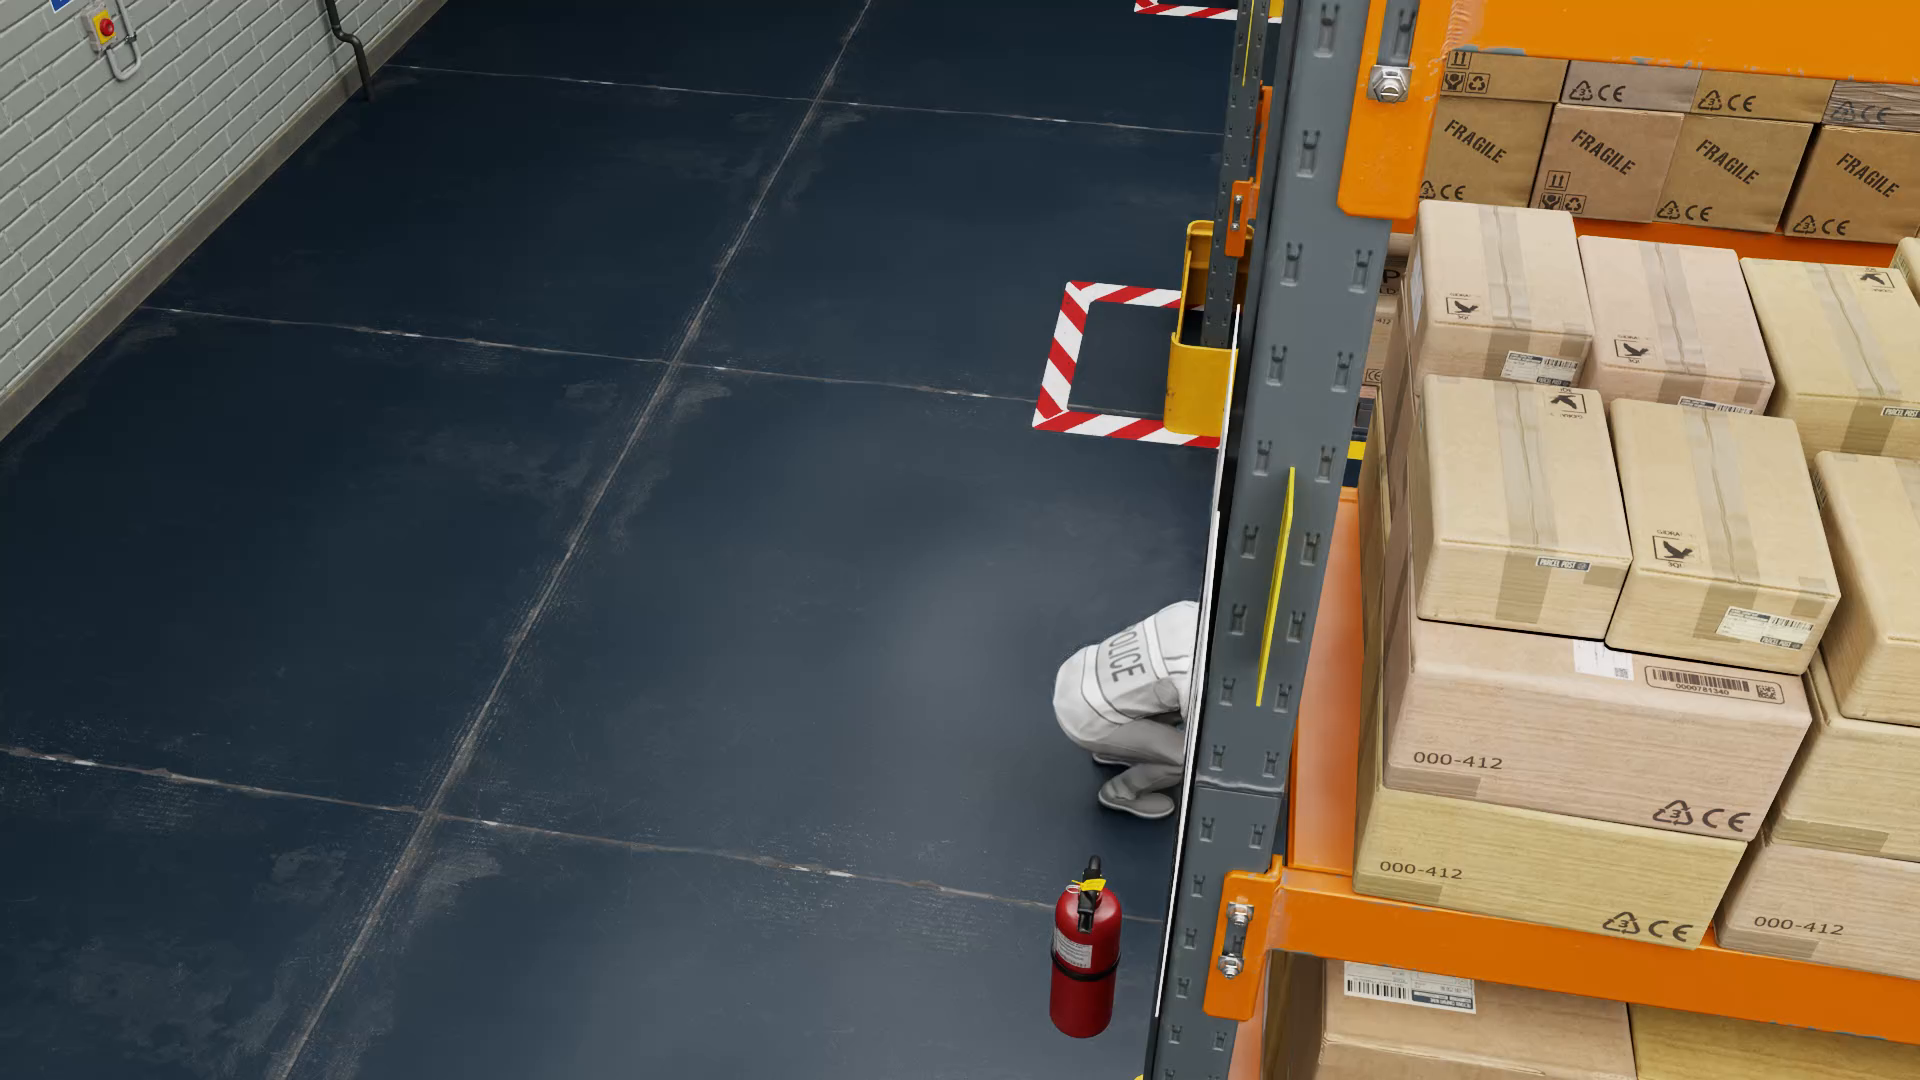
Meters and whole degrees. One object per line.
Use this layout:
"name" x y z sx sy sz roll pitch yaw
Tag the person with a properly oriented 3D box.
"person" 0.757 0.571 6.039 0.824 0.964 0.495 7 41 8
